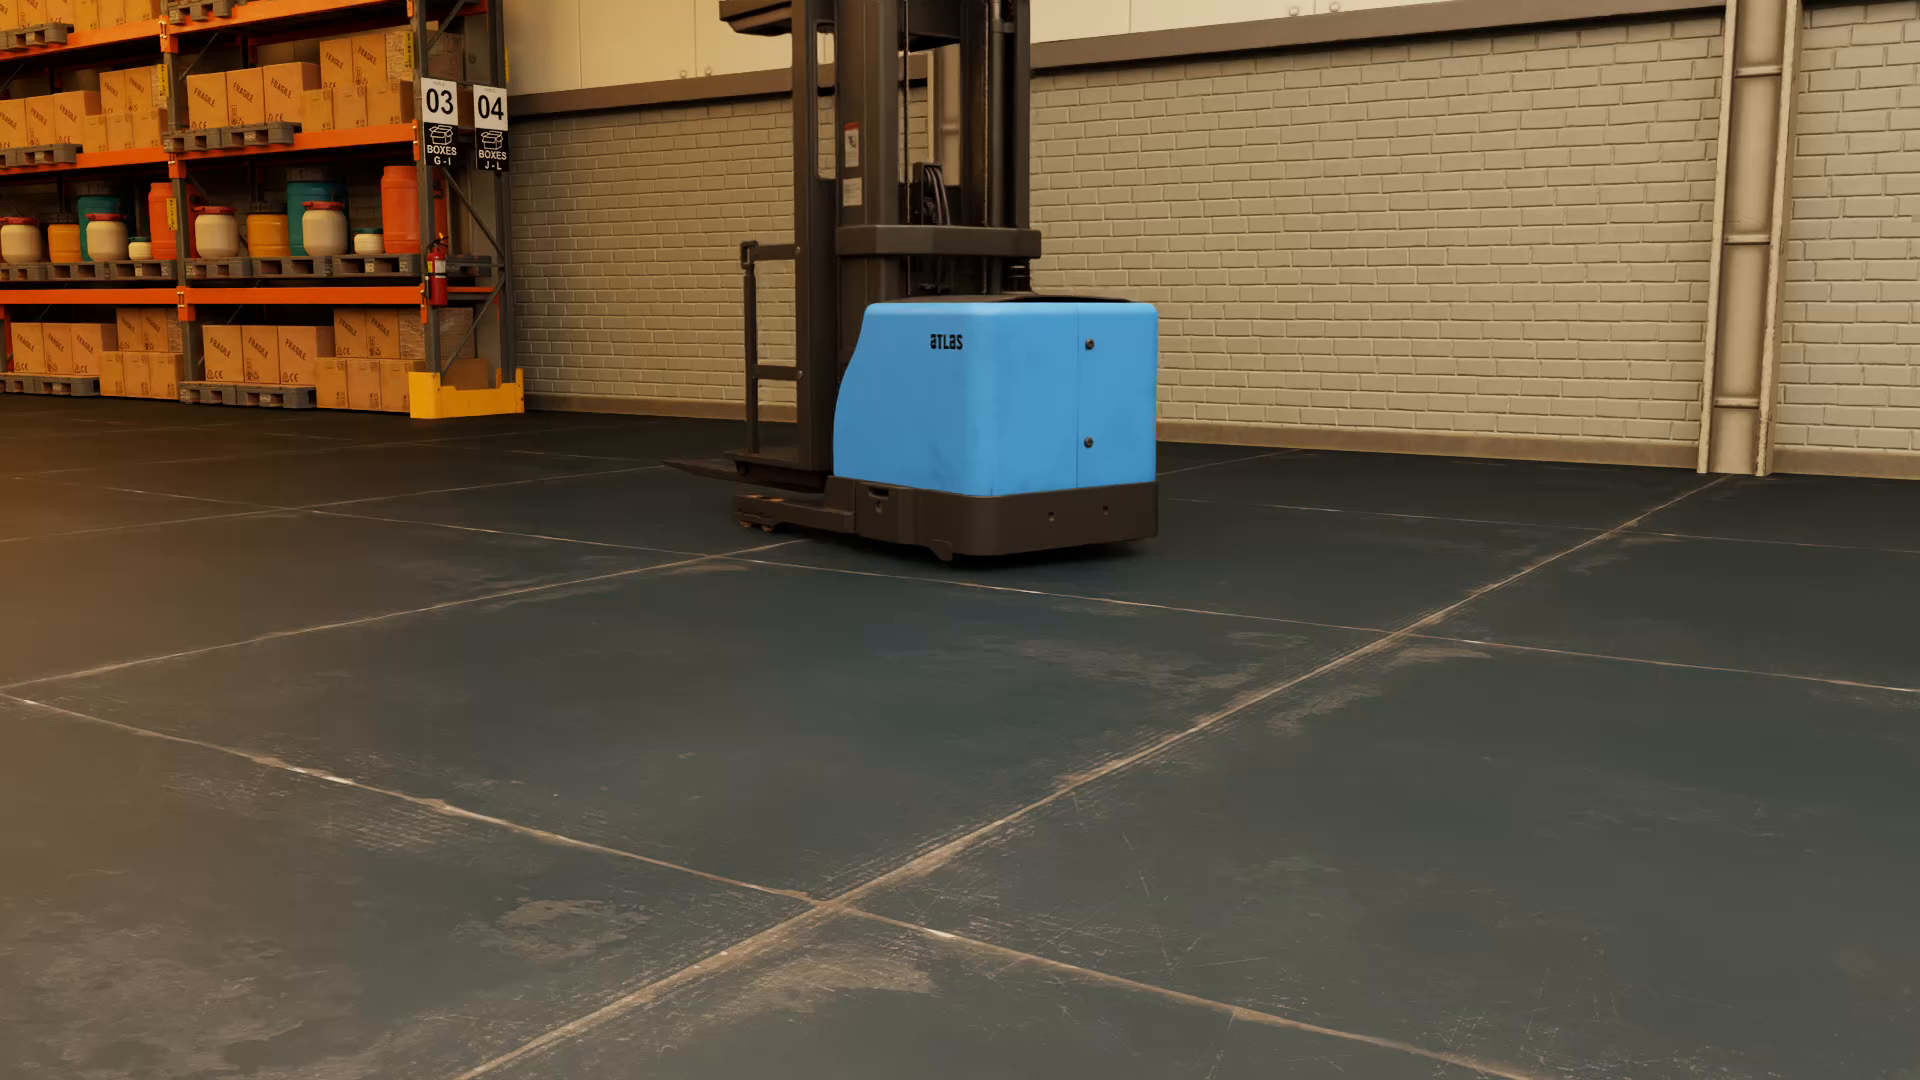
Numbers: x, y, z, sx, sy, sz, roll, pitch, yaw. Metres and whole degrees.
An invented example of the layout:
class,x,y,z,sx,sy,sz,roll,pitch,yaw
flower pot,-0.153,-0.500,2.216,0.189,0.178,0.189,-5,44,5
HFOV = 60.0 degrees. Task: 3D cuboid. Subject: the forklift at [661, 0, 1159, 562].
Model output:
class,x,y,z,sx,sy,sz,roll,pitch,yaw
forklift,-0.439,-1.523,7.901,1.130,2.935,3.031,-6,10,-37
